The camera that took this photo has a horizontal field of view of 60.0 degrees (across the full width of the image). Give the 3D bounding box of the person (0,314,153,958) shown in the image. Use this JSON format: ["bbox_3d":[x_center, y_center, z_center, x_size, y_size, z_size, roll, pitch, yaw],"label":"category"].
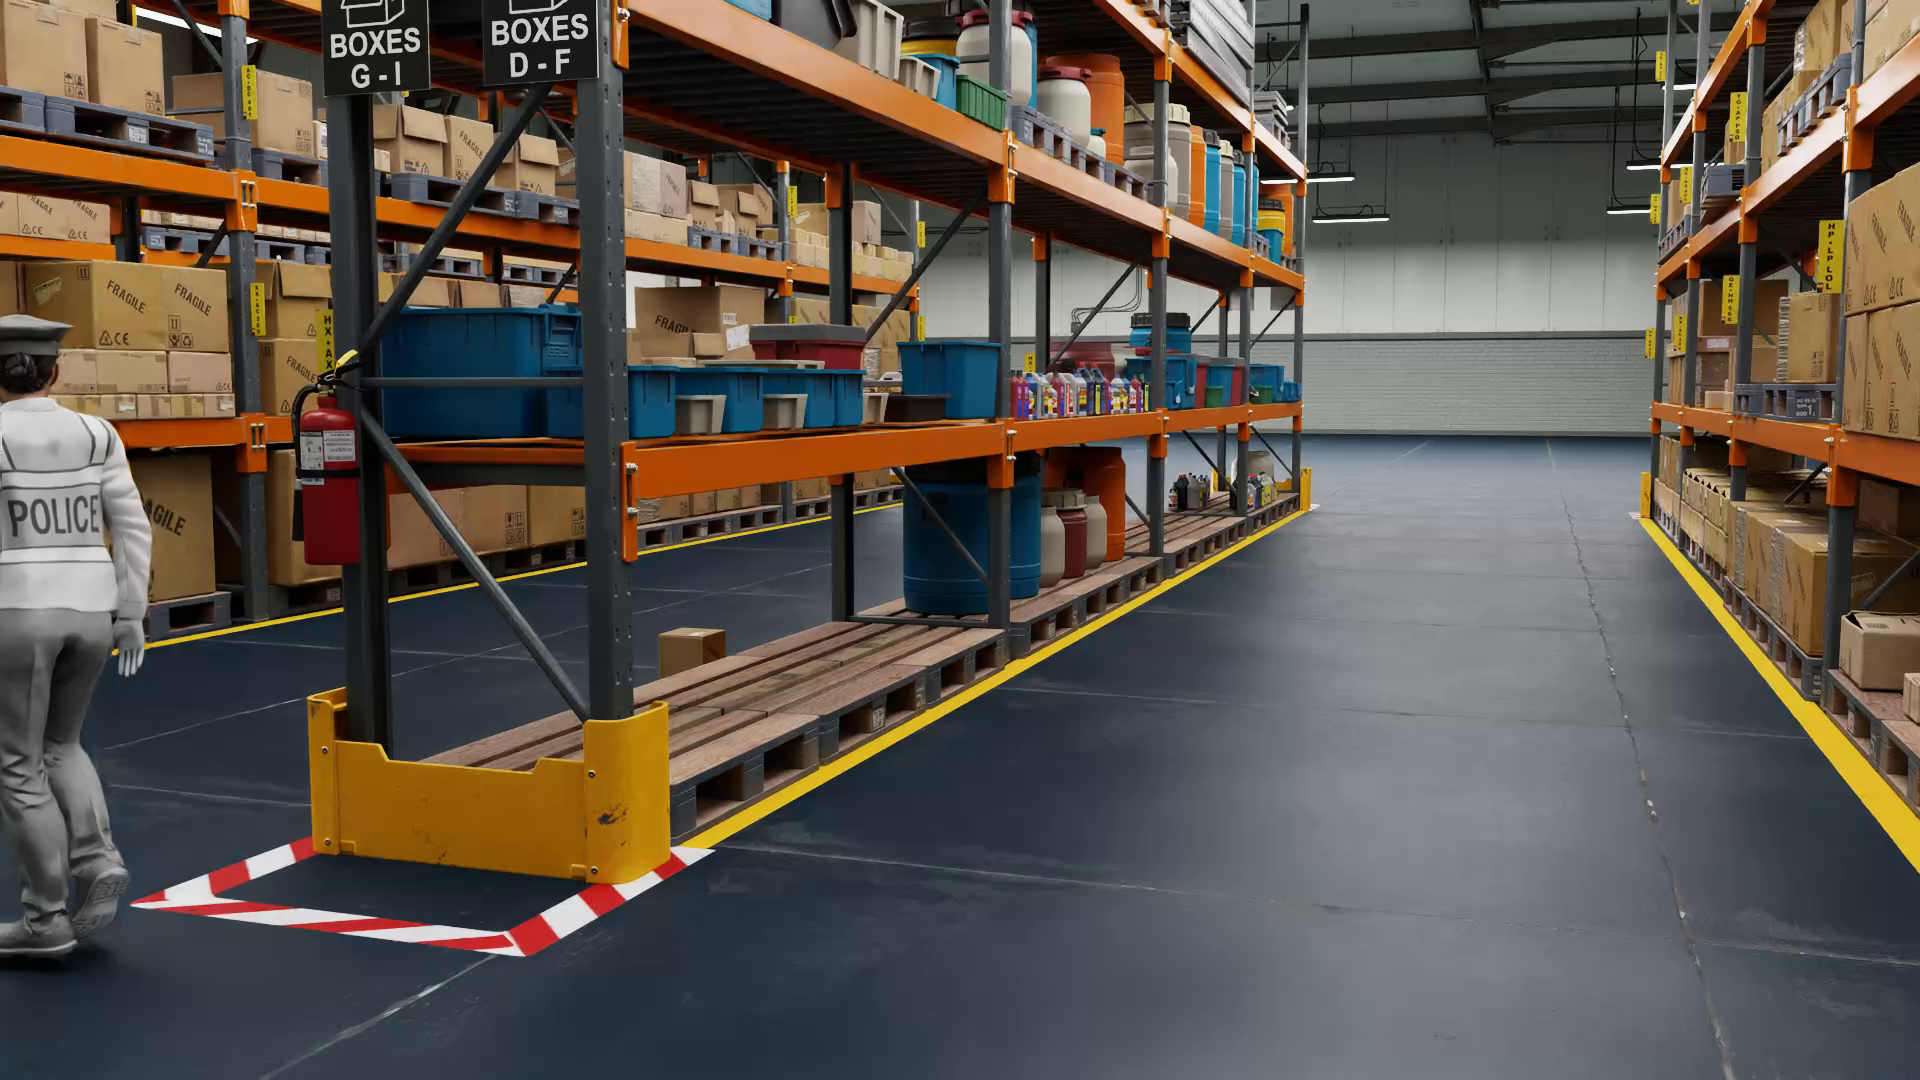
[{"bbox_3d":[-2.413,0.251,4.355,0.421,1.671,0.526,3,6,28],"label":"person"}]
